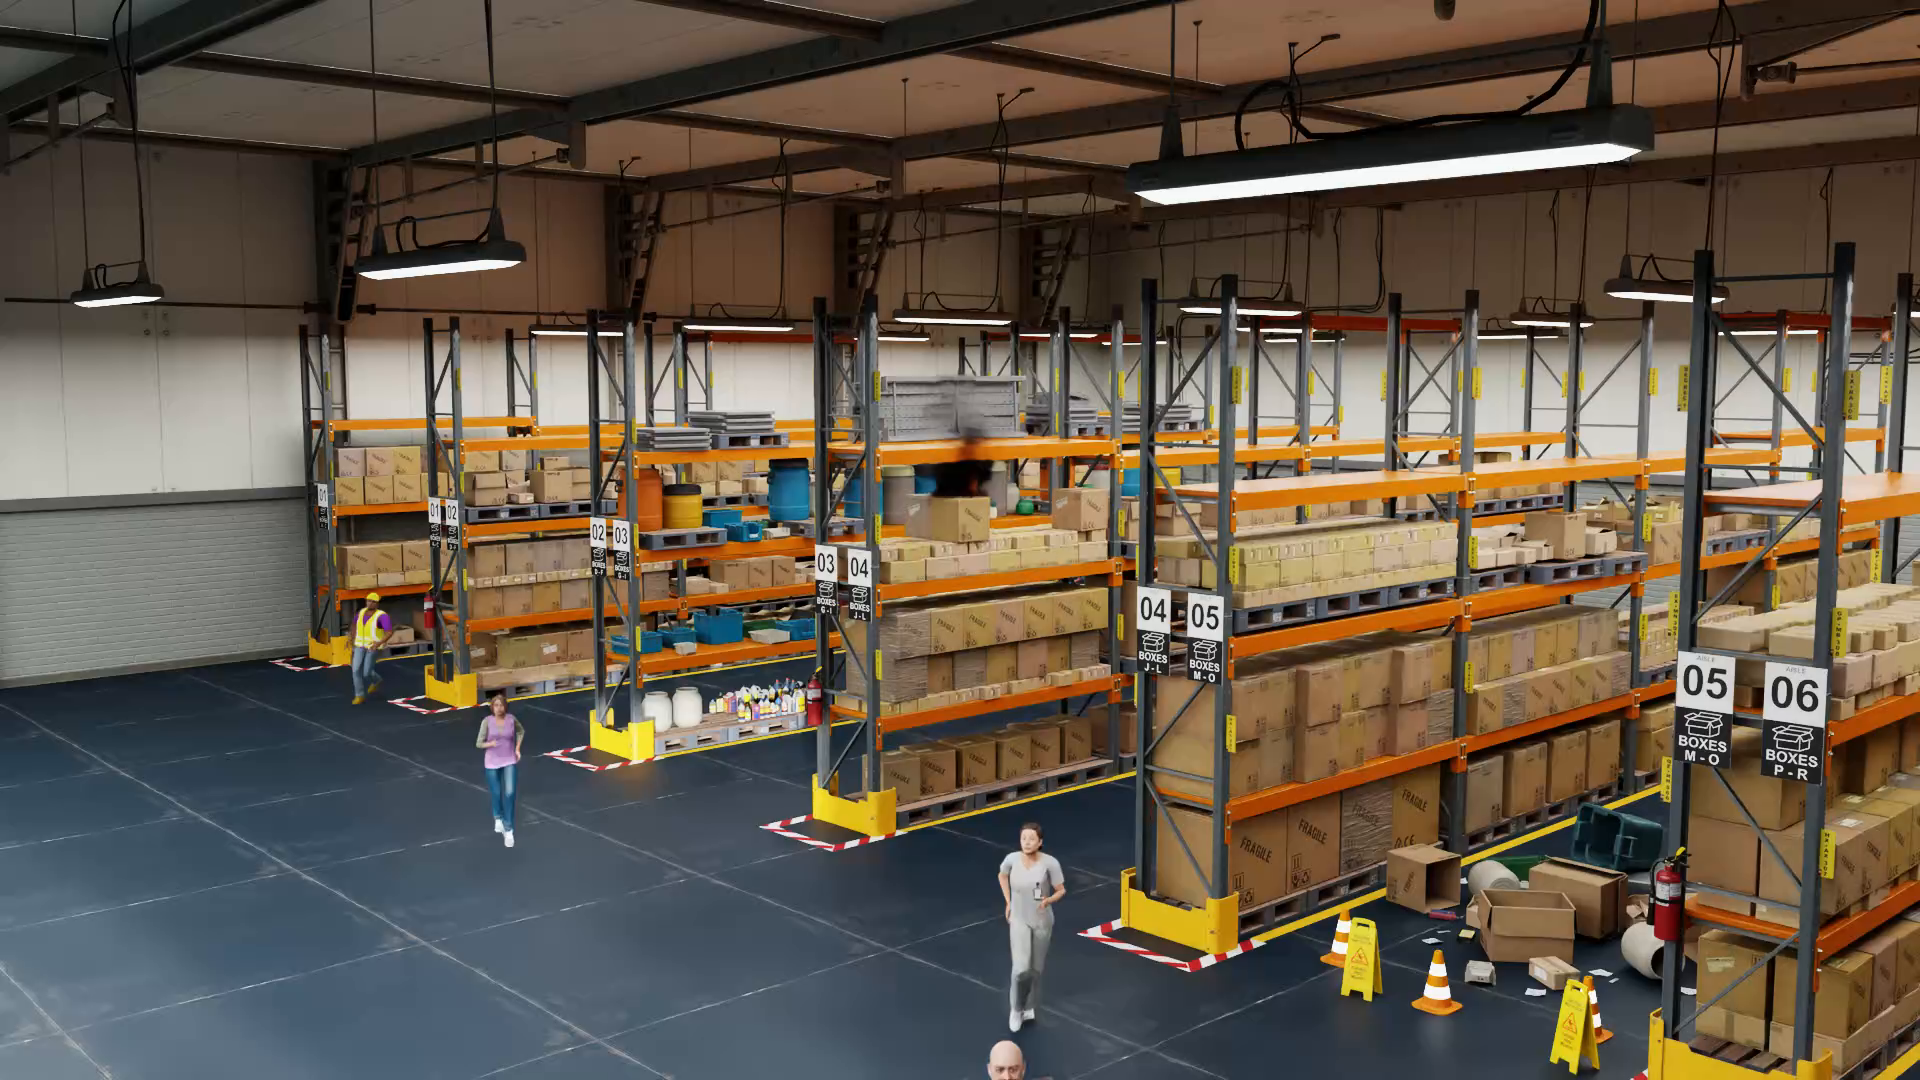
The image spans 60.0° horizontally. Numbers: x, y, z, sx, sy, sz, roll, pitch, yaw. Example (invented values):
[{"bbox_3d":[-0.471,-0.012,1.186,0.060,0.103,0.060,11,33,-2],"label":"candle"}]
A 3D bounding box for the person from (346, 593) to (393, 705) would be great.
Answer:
[{"bbox_3d":[-9.245,1.681,26.099,0.749,1.736,0.715,1,6,9],"label":"person"}]

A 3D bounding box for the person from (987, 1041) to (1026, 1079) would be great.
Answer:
[{"bbox_3d":[0.233,3.431,8.417,0.705,1.748,1.040,0,6,1],"label":"person"}]

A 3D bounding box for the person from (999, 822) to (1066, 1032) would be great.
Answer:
[{"bbox_3d":[0.560,3.037,13.035,0.540,1.666,0.669,0,6,4],"label":"person"}]

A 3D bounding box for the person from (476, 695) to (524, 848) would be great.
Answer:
[{"bbox_3d":[-5.056,2.508,18.322,0.516,1.631,0.702,-2,6,-15],"label":"person"}]
